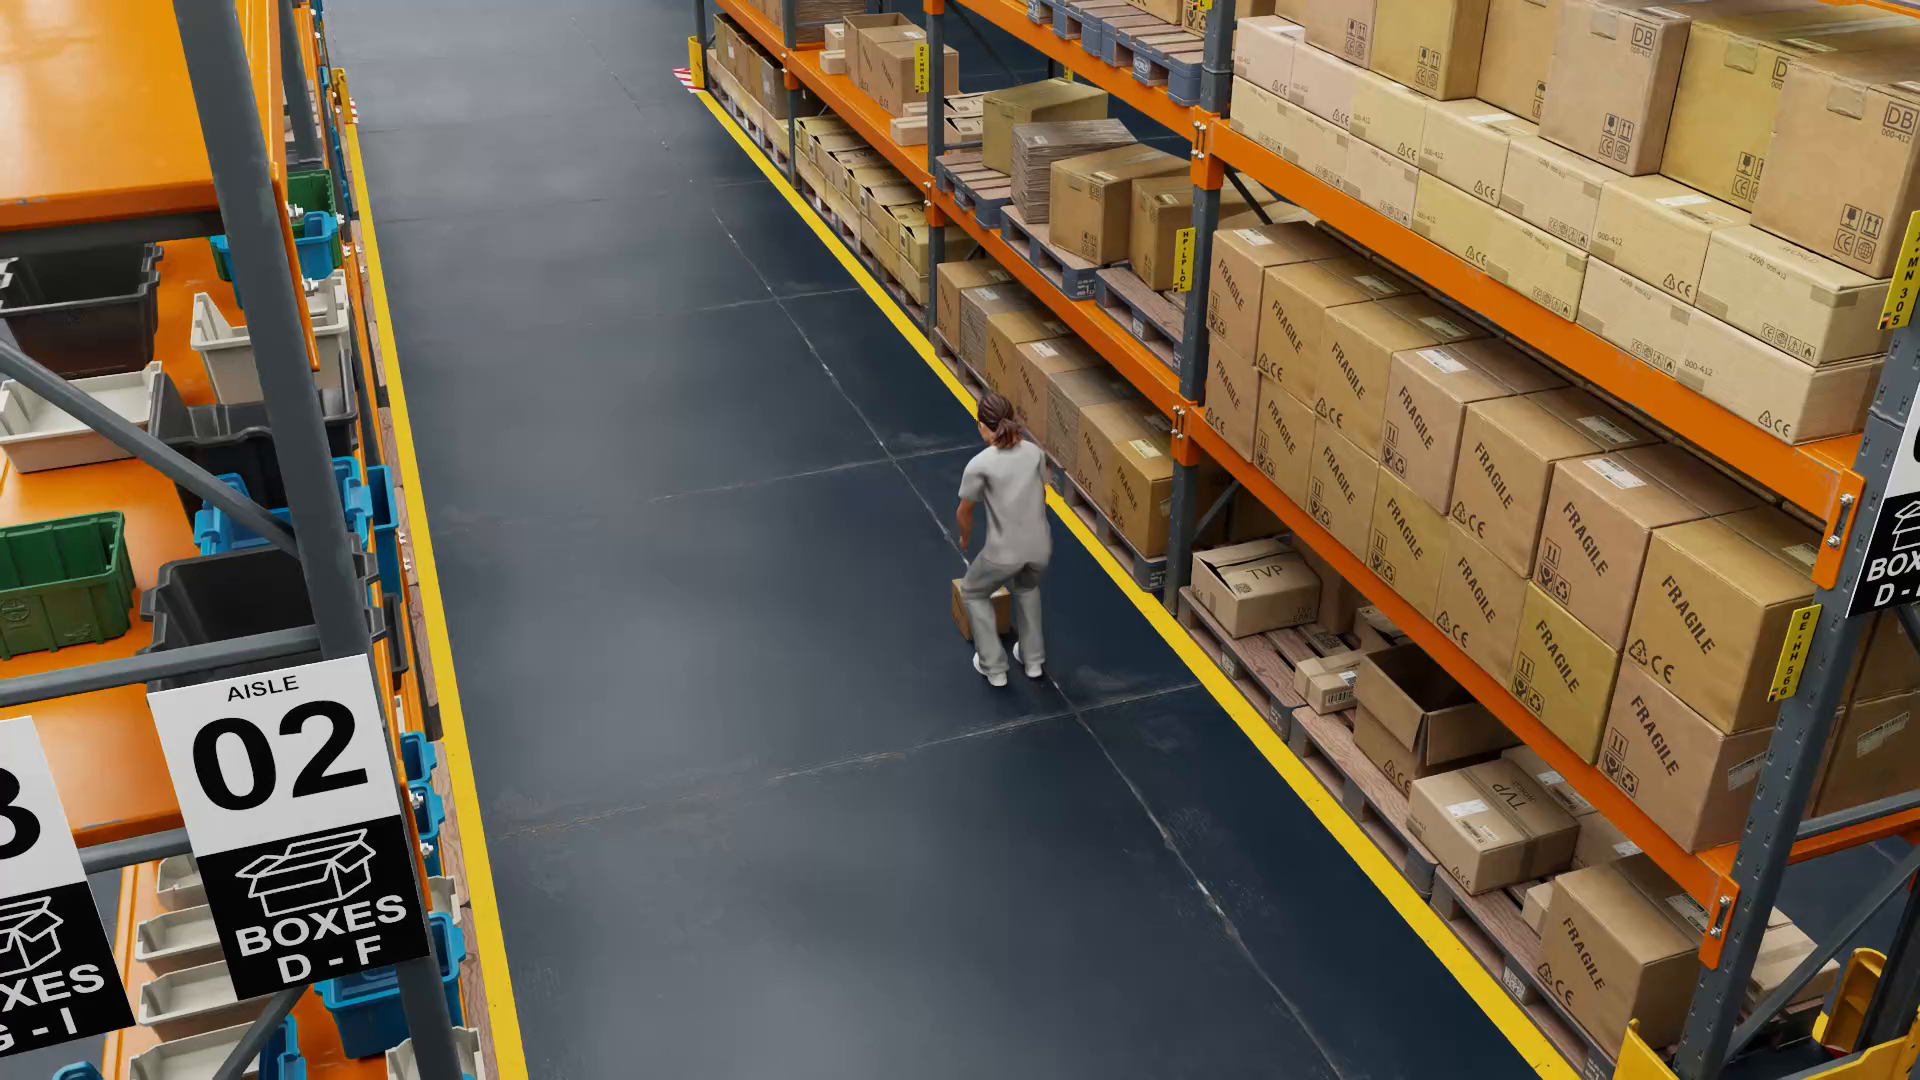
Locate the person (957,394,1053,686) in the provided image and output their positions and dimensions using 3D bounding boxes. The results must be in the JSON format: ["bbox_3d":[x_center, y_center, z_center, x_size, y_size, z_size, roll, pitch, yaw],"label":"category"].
[{"bbox_3d":[0.223,0.019,8.455,0.480,1.537,0.510,-10,31,-17],"label":"person"}]
